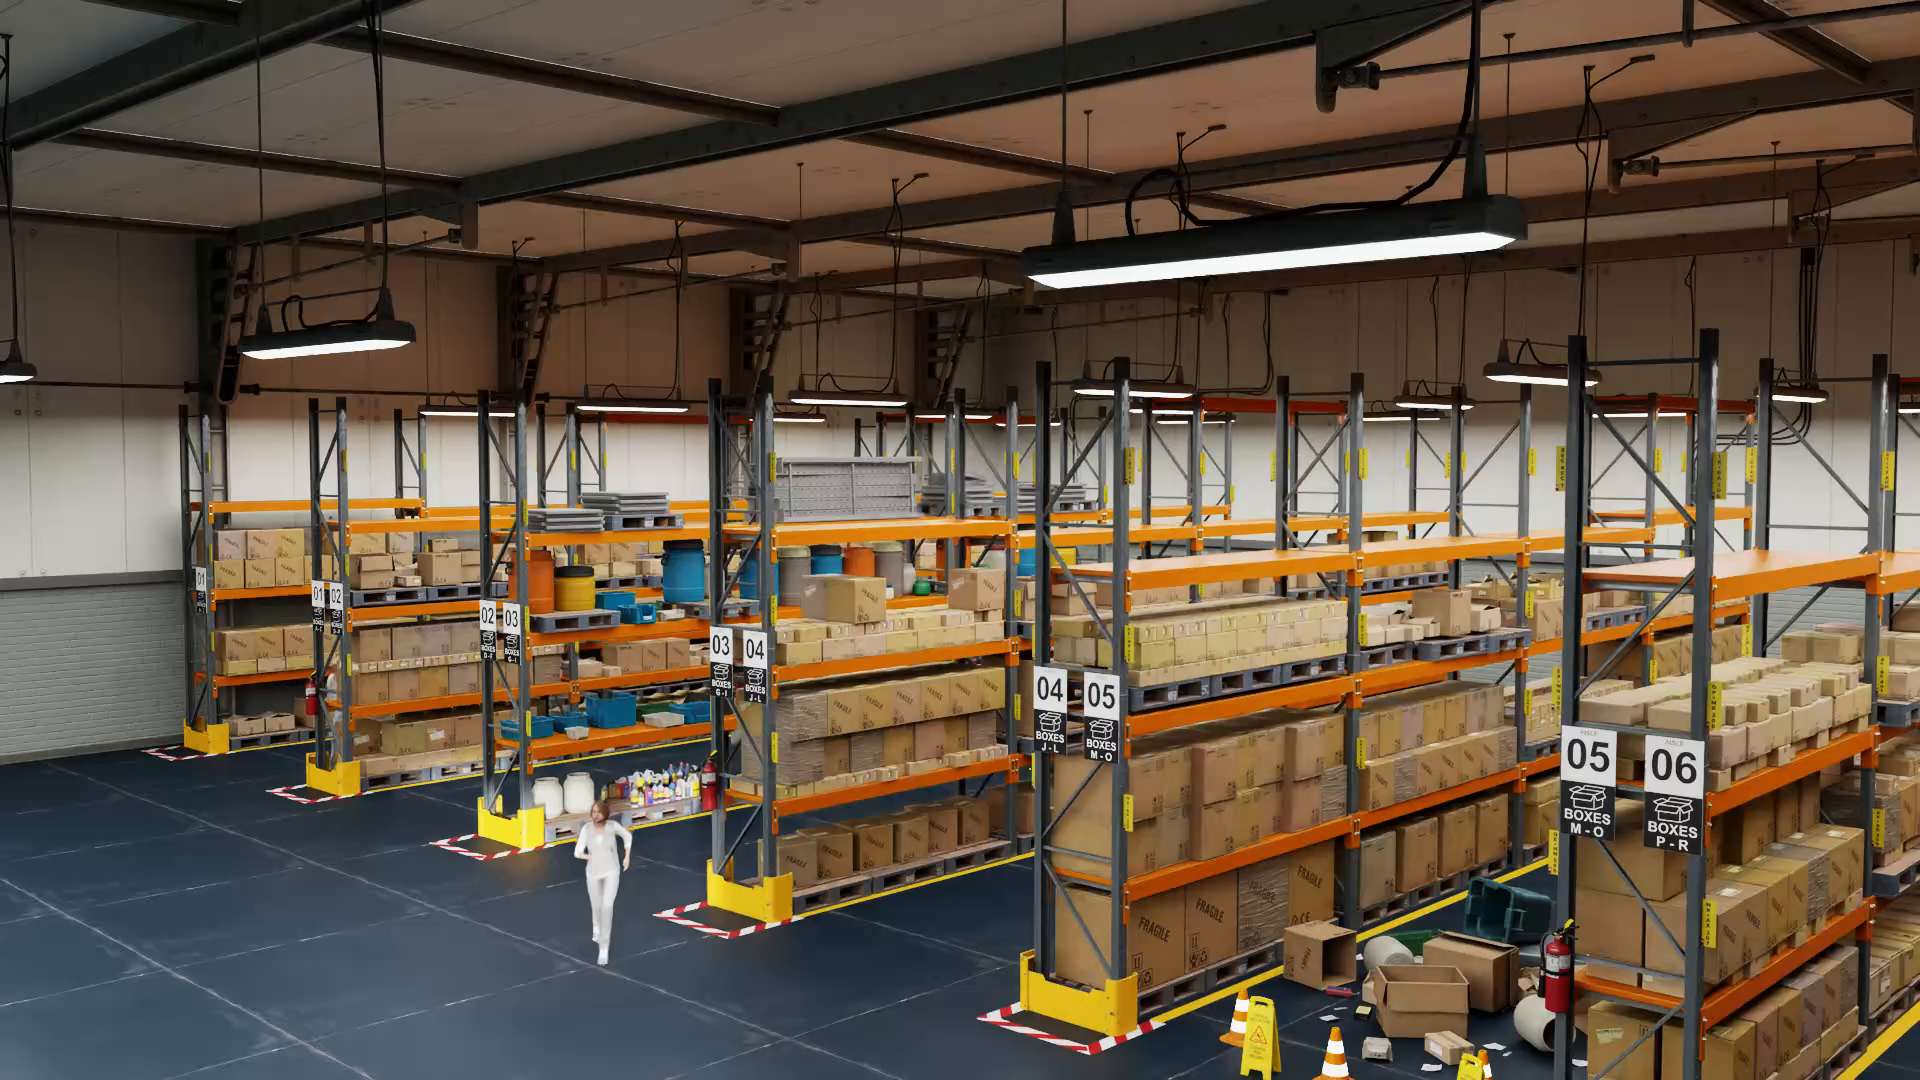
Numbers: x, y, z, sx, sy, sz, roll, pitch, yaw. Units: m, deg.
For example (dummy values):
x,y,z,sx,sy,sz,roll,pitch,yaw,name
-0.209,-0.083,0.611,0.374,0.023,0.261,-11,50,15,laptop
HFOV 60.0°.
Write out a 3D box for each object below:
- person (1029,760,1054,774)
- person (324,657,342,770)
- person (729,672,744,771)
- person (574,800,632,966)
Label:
x,y,z,sx,sy,sz,roll,pitch,yaw,name
1.309,2.997,24.995,0.634,1.711,0.688,2,4,39,person
-10.150,2.820,27.274,0.696,1.827,0.871,2,4,36,person
-3.446,2.930,27.061,0.596,1.622,0.544,2,4,38,person
-3.662,3.462,17.102,0.548,1.626,0.851,0,3,-2,person
